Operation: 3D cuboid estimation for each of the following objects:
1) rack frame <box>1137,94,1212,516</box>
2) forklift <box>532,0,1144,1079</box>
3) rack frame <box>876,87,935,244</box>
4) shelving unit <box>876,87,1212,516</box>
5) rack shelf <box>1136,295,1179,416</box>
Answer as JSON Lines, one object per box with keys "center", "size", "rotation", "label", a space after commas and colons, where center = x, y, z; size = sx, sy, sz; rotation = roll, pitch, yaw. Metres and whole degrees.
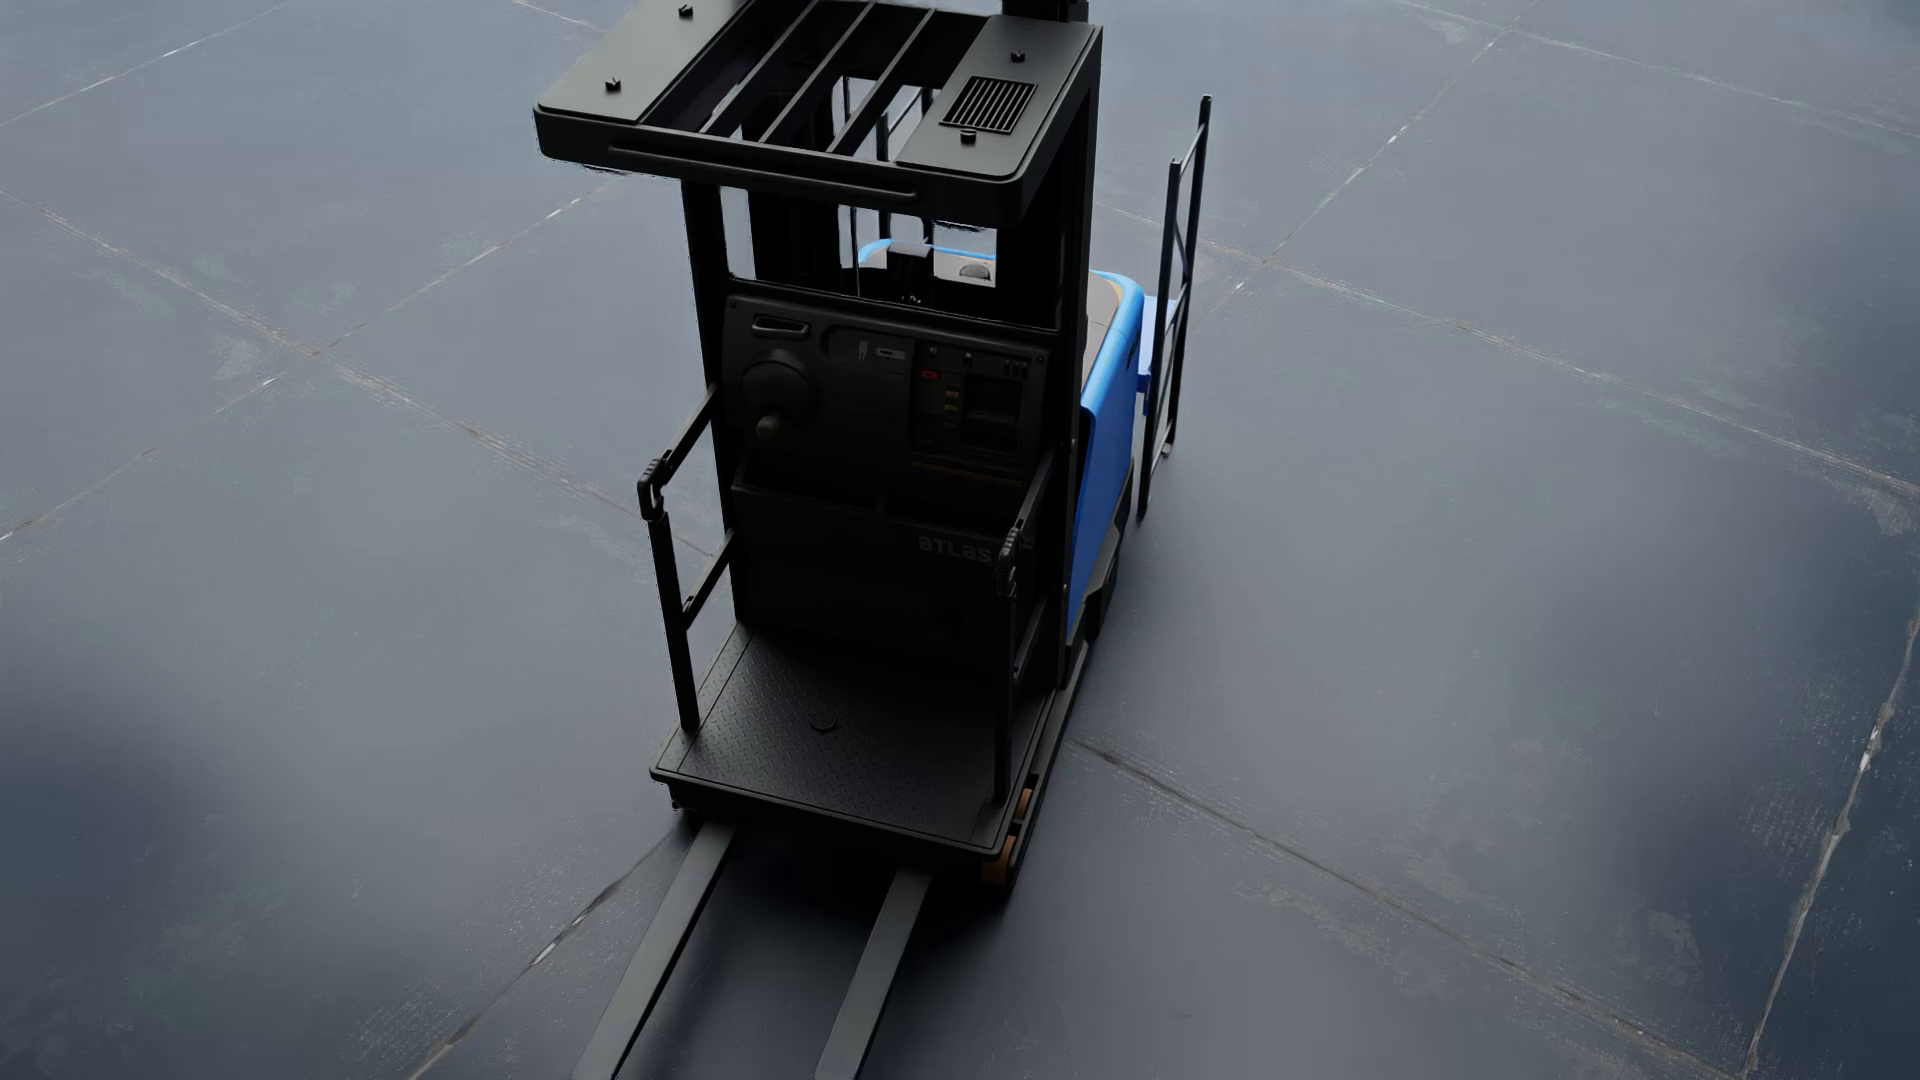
{"center": [0.772, -0.813, 6.034], "size": [0.032, 1.500, 0.500], "rotation": [13, 43, 14], "label": "rack frame"}
{"center": [-0.275, -0.337, 4.429], "size": [1.130, 2.935, 3.031], "rotation": [11, 43, 12], "label": "forklift"}
{"center": [-0.191, -1.031, 6.278], "size": [0.032, 1.500, 0.500], "rotation": [13, 43, 14], "label": "rack frame"}
{"center": [0.290, -0.922, 6.156], "size": [1.048, 1.500, 0.538], "rotation": [13, 43, 14], "label": "shelving unit"}
{"center": [0.290, -0.788, 6.276], "size": [1.000, 0.185, 0.538], "rotation": [13, 43, 14], "label": "rack shelf"}
